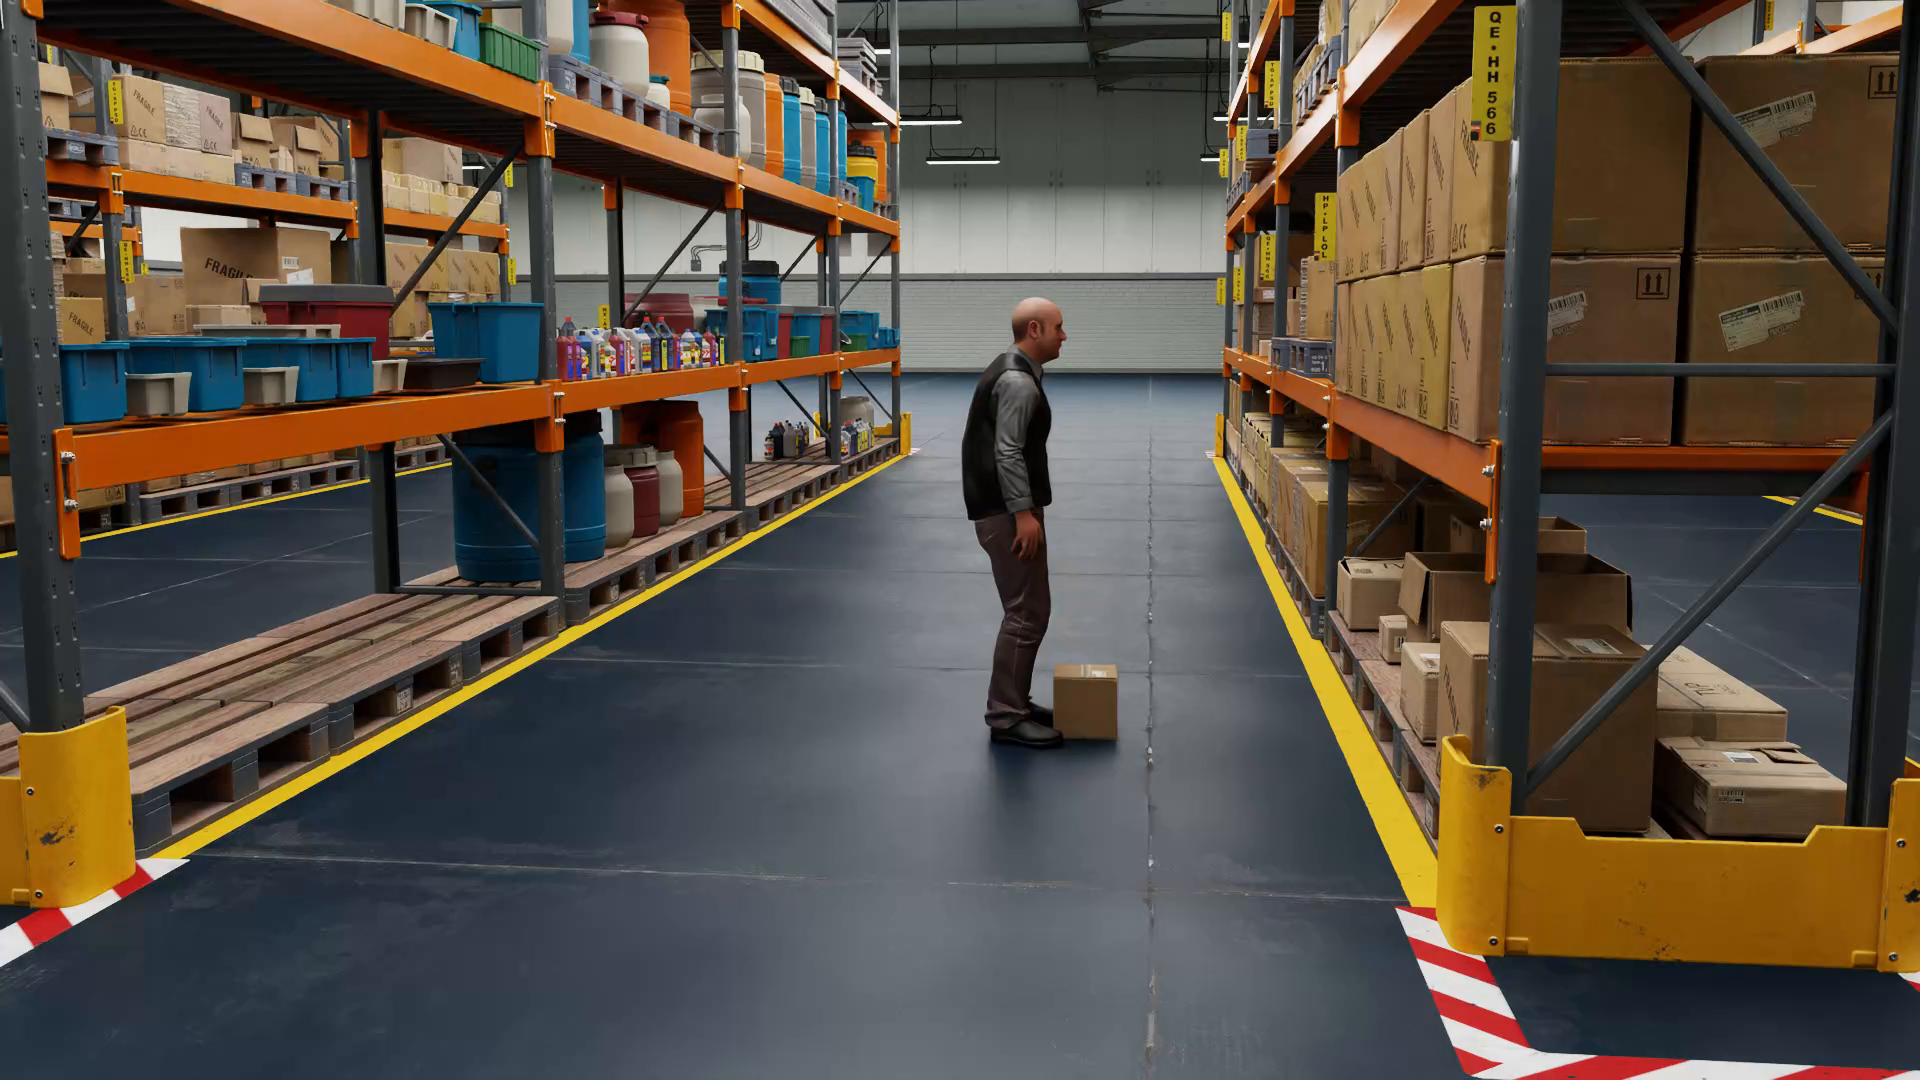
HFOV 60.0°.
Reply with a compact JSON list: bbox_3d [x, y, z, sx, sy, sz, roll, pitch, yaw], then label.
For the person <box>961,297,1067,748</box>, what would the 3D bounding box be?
[{"bbox_3d":[0.215,-0.088,6.554,0.421,1.719,0.583,0,8,3],"label":"person"}]
